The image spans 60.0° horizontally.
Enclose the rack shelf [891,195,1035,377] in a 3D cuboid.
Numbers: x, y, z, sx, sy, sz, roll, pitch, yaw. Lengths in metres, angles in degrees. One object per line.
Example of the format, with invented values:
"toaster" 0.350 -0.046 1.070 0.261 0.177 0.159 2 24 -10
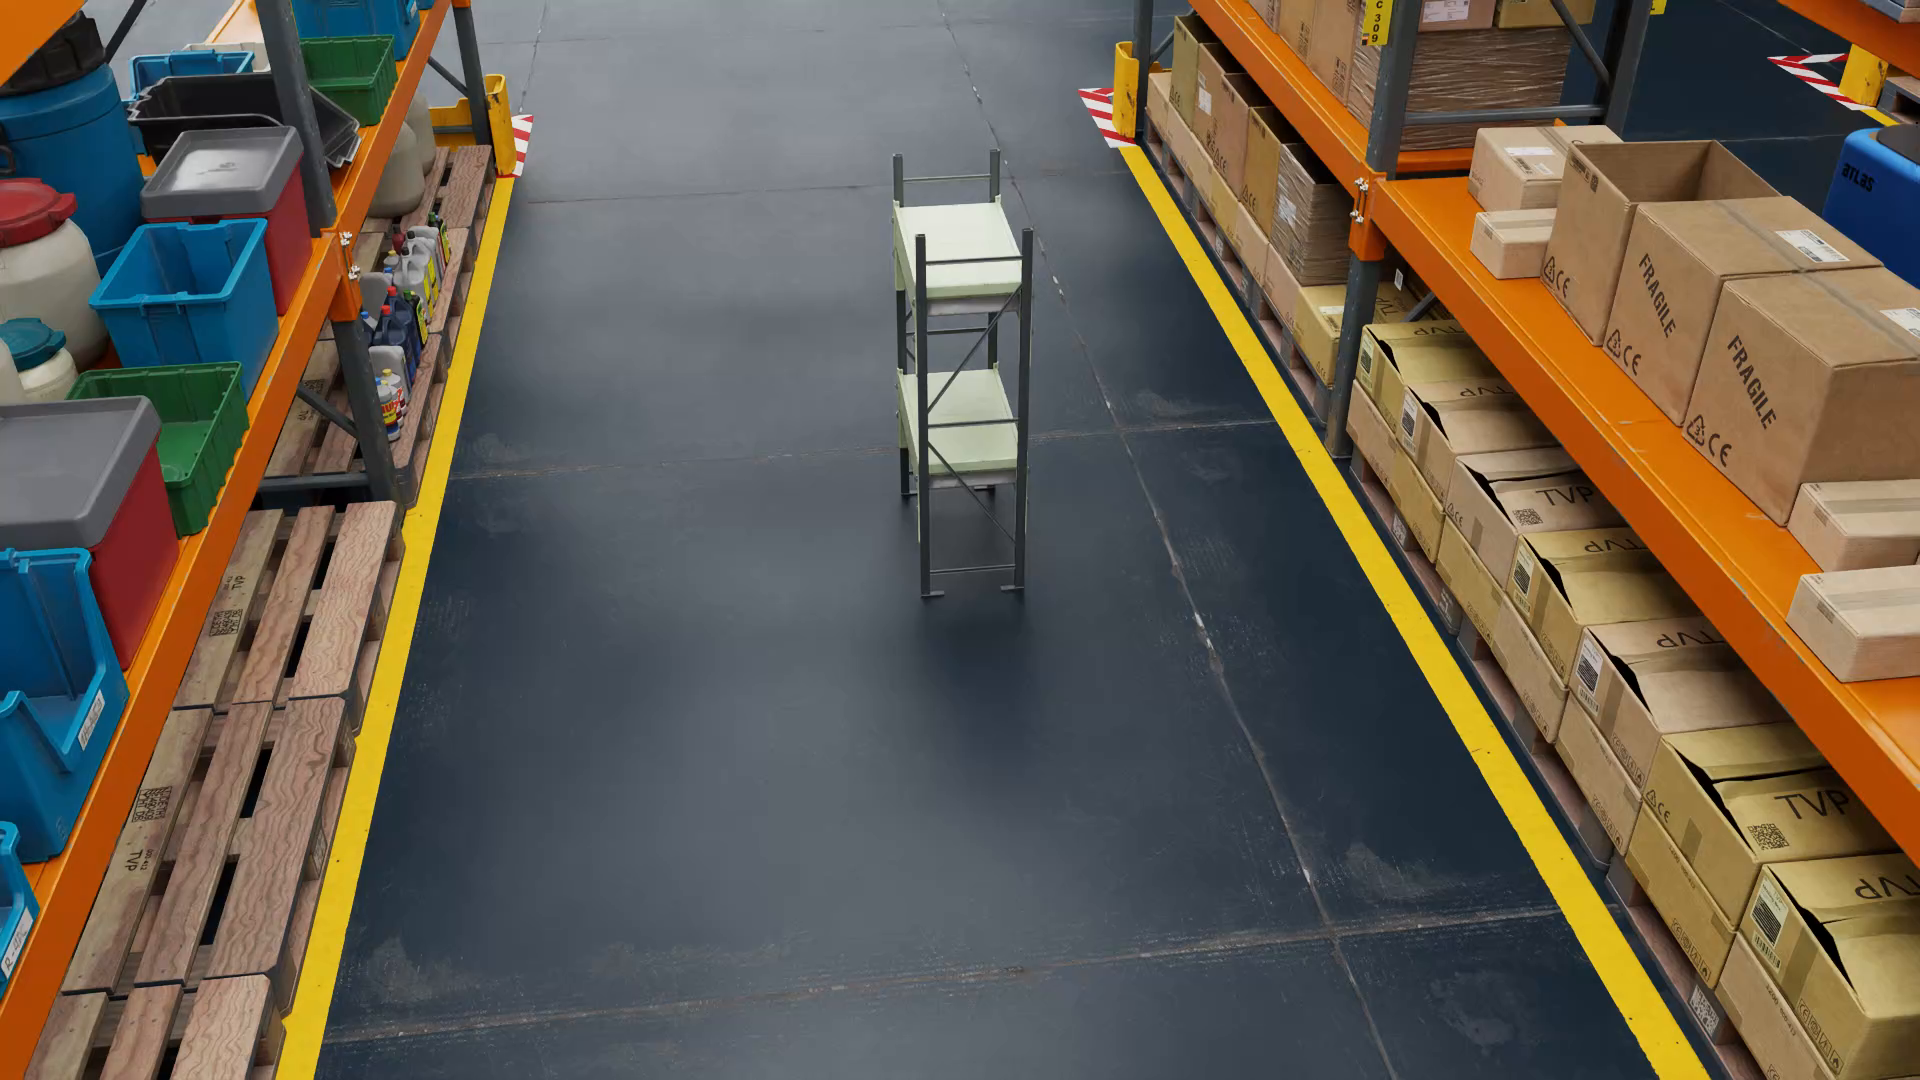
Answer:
"rack shelf" -0.001 -0.946 6.113 0.431 0.370 0.720 -4 35 -6

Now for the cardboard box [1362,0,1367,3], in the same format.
"cardboard box" 1.832 -2.241 6.710 0.380 0.149 0.250 -5 35 -7

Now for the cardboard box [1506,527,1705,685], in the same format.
"cardboard box" 2.129 0.181 5.392 0.500 0.311 0.500 -3 34 -5

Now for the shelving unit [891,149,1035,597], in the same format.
"shelving unit" -0.001 -0.623 6.333 0.431 1.500 0.755 -4 35 -6

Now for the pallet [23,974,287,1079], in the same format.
"pallet" -2.324 1.665 4.120 1.003 0.211 1.213 -4 35 -6

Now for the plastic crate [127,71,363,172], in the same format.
"plastic crate" -2.741 -1.561 6.432 0.767 0.338 0.504 -4 35 -6

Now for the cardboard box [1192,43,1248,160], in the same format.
"cardboard box" 1.575 -2.364 8.958 0.500 0.500 0.500 -4 35 -6

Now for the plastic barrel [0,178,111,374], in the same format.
"plastic barrel" -2.885 -0.790 5.125 0.433 0.535 0.433 0 34 0

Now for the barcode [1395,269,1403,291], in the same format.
"barcode" 1.734 -1.029 6.573 0.001 0.075 0.075 -4 35 -6

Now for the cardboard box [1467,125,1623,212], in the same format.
"cardboard box" 2.222 -1.324 6.163 0.500 0.250 0.500 -2 34 -3

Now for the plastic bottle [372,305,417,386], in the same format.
"plastic bottle" -2.494 -0.854 7.301 0.144 0.351 0.185 -3 34 -5

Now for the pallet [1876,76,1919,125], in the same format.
"pallet" 6.567 -2.616 10.402 1.003 0.211 1.213 -4 35 -6

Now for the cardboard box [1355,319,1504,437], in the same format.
"cardboard box" 1.921 -0.677 6.651 0.500 0.311 0.500 -4 35 -6

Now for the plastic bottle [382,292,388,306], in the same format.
"plastic bottle" -2.576 -1.005 7.594 0.097 0.271 0.097 0 34 0

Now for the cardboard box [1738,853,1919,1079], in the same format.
"cardboard box" 2.336 1.032 4.143 0.500 0.311 0.500 -3 34 -5

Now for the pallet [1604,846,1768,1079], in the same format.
"pallet" 2.578 1.264 4.707 1.003 0.211 1.213 -4 35 -6

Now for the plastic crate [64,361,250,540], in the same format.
"plastic crate" -2.282 -0.247 4.636 0.450 0.188 0.662 -4 35 -6

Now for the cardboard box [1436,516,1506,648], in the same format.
"cardboard box" 2.061 0.123 5.975 0.500 0.250 0.500 -5 35 -8

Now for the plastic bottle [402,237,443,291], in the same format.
"plastic bottle" -2.627 -1.361 8.112 0.152 0.276 0.135 -5 35 -8

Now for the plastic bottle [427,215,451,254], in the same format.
"plastic bottle" -2.653 -1.551 8.456 0.097 0.201 0.097 0 34 0

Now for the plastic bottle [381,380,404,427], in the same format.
"plastic bottle" -2.418 -0.578 7.028 0.097 0.201 0.097 0 34 0

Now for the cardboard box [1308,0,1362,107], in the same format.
"cardboard box" 1.969 -2.240 7.284 0.700 0.500 0.500 -5 35 -7

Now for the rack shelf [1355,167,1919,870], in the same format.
"rack shelf" 2.382 -0.244 5.084 1.077 0.370 4.000 -4 35 -6

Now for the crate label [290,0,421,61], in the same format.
"crate label" -2.819 -2.525 7.760 0.502 0.435 0.616 -4 35 -6

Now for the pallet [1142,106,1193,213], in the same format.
"pallet" 1.719 -2.314 9.958 1.003 0.211 1.213 -4 35 -6

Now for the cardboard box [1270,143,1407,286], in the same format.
"cardboard box" 1.778 -1.527 7.730 0.500 0.500 0.500 -4 35 -6

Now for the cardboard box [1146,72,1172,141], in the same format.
"cardboard box" 1.426 -2.611 9.986 0.500 0.250 0.500 -4 35 -6

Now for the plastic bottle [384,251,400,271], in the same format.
"plastic bottle" -2.749 -1.311 8.104 0.097 0.201 0.097 0 34 0

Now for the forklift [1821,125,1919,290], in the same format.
"forklift" 4.811 -1.438 6.257 1.130 2.935 3.031 -6 35 -9

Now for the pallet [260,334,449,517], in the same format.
"pallet" -2.845 -0.510 7.311 1.003 0.211 1.213 -4 35 -6

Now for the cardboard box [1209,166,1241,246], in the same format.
"cardboard box" 1.626 -1.774 8.758 0.500 0.250 0.500 -4 35 -6

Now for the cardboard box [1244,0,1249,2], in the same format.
"cardboard box" 1.761 -3.099 8.546 0.700 0.500 0.500 -4 34 -6

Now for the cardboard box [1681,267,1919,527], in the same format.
"cardboard box" 2.409 -0.402 4.587 0.500 0.500 0.500 -6 35 -9

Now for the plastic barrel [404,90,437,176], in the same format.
"plastic barrel" -3.170 -2.301 9.299 0.421 0.512 0.421 0 34 0

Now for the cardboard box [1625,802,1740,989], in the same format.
"cardboard box" 2.265 0.975 4.725 0.500 0.250 0.500 -5 35 -7

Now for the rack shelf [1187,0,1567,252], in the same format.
"rack shelf" 1.844 -2.476 8.359 1.077 0.370 4.000 -4 35 -6

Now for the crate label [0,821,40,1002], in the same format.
"crate label" -1.944 0.753 3.130 0.303 0.233 0.416 -4 35 -6

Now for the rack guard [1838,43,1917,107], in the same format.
"rack guard" 6.493 -3.192 10.990 1.175 0.500 0.348 -4 35 -6

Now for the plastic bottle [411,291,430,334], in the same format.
"plastic bottle" -2.534 -1.057 7.732 0.097 0.201 0.097 0 34 0

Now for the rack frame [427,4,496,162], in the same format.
"rack frame" -3.334 -3.517 9.247 1.000 3.000 0.127 -4 35 -6

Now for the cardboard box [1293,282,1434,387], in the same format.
"cardboard box" 1.834 -0.937 7.530 0.500 0.250 0.500 -4 35 -6
